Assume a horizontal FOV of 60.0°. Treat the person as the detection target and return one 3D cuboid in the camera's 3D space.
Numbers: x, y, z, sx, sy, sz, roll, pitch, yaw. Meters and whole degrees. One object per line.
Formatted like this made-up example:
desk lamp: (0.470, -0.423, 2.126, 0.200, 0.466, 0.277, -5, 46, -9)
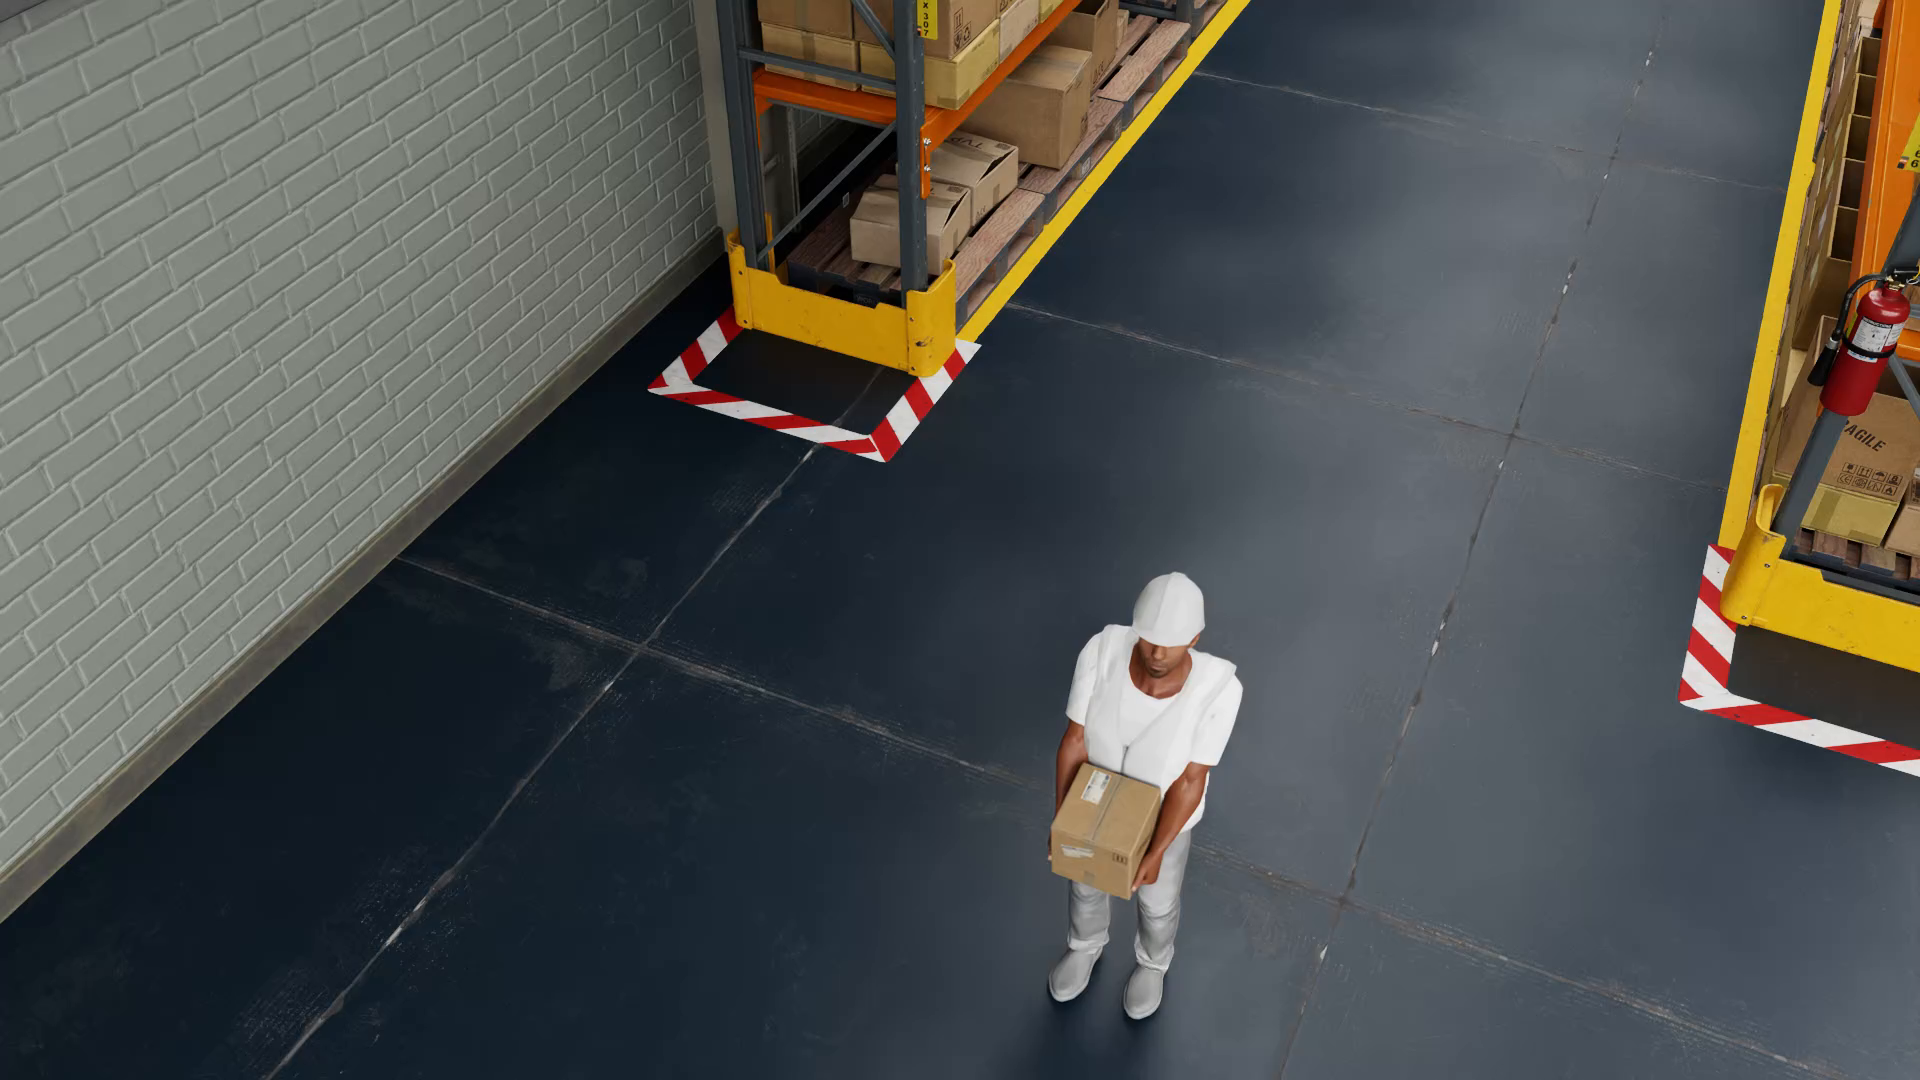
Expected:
person: (0.523, 0.876, 5.164, 0.502, 1.762, 0.586, 17, 45, 18)
